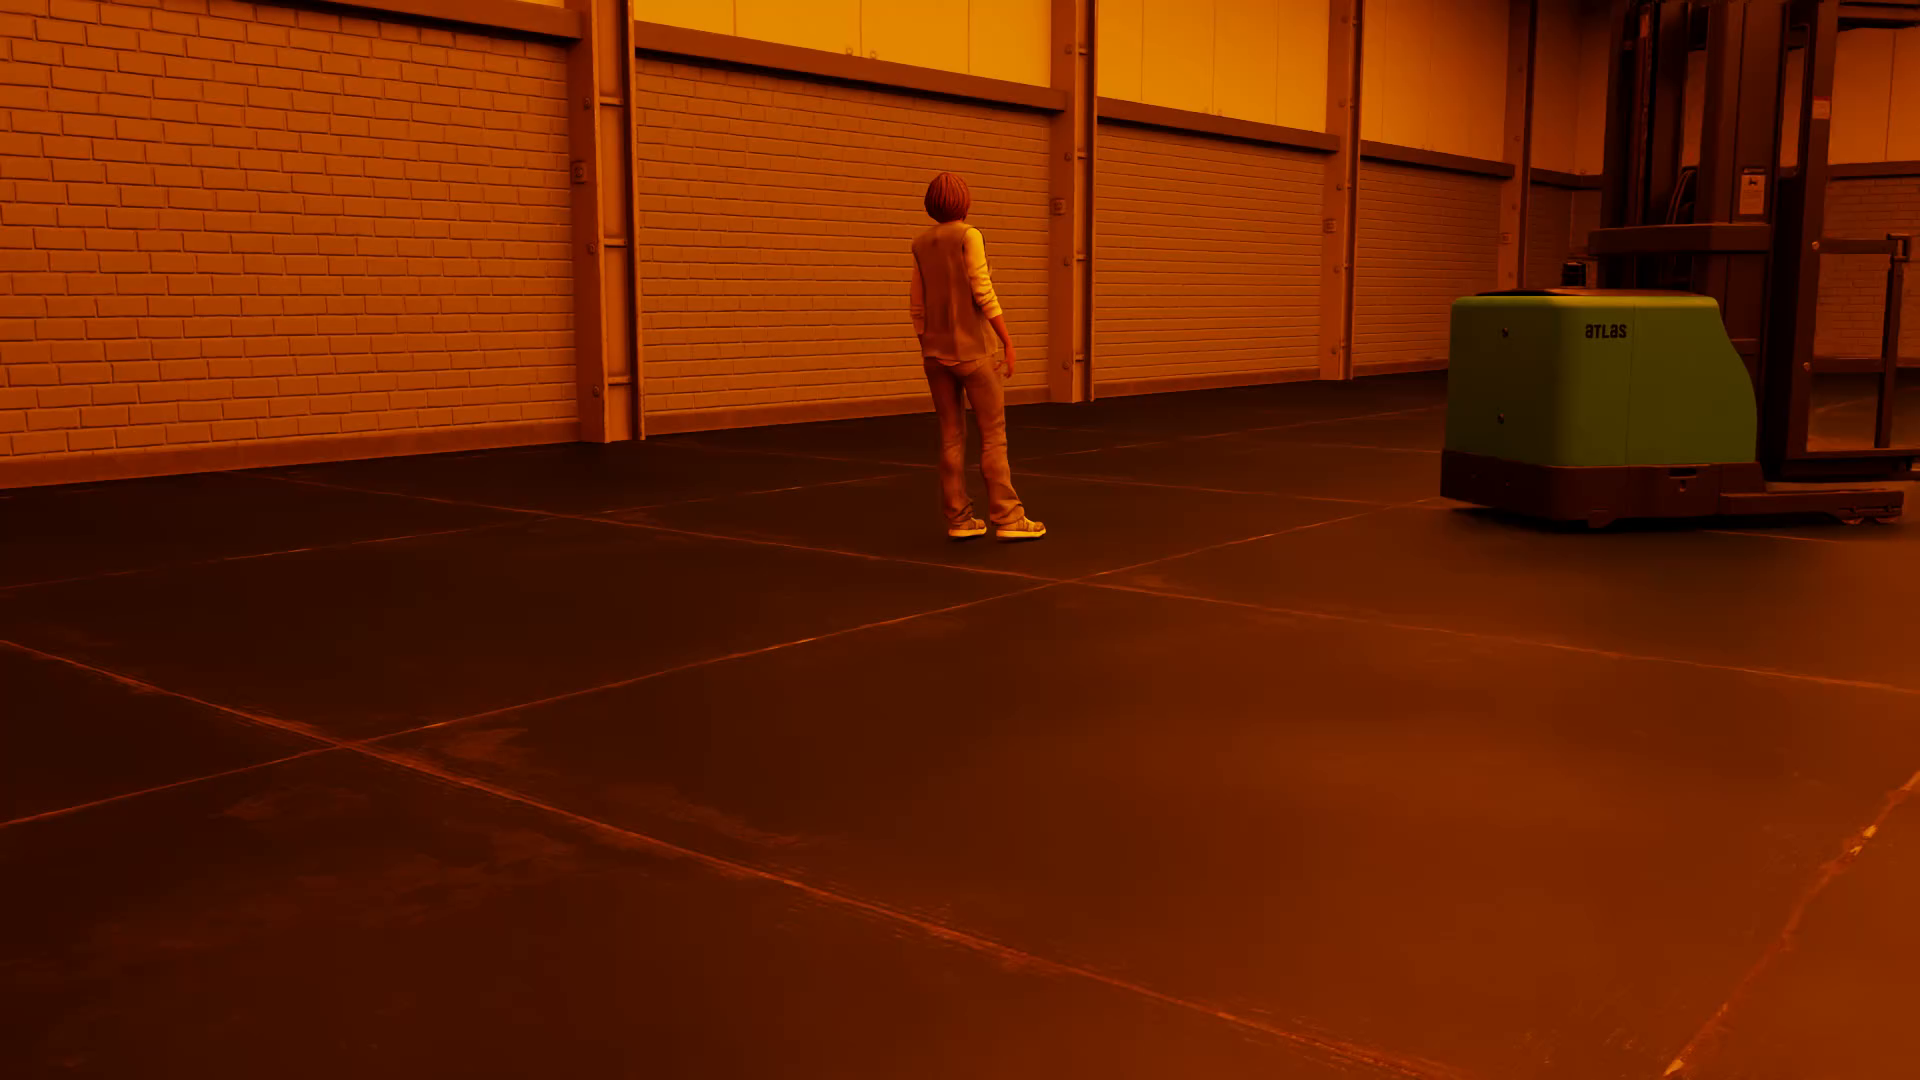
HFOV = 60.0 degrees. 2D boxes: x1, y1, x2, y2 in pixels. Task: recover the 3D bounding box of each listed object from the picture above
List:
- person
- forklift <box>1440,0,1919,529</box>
[{"bbox_3d":[0.057,-0.805,7.336,0.520,1.597,0.475,7,11,38],"label":"person"},{"bbox_3d":[4.011,-1.593,8.167,3.031,2.935,1.130,-2,9,-14],"label":"forklift"}]
